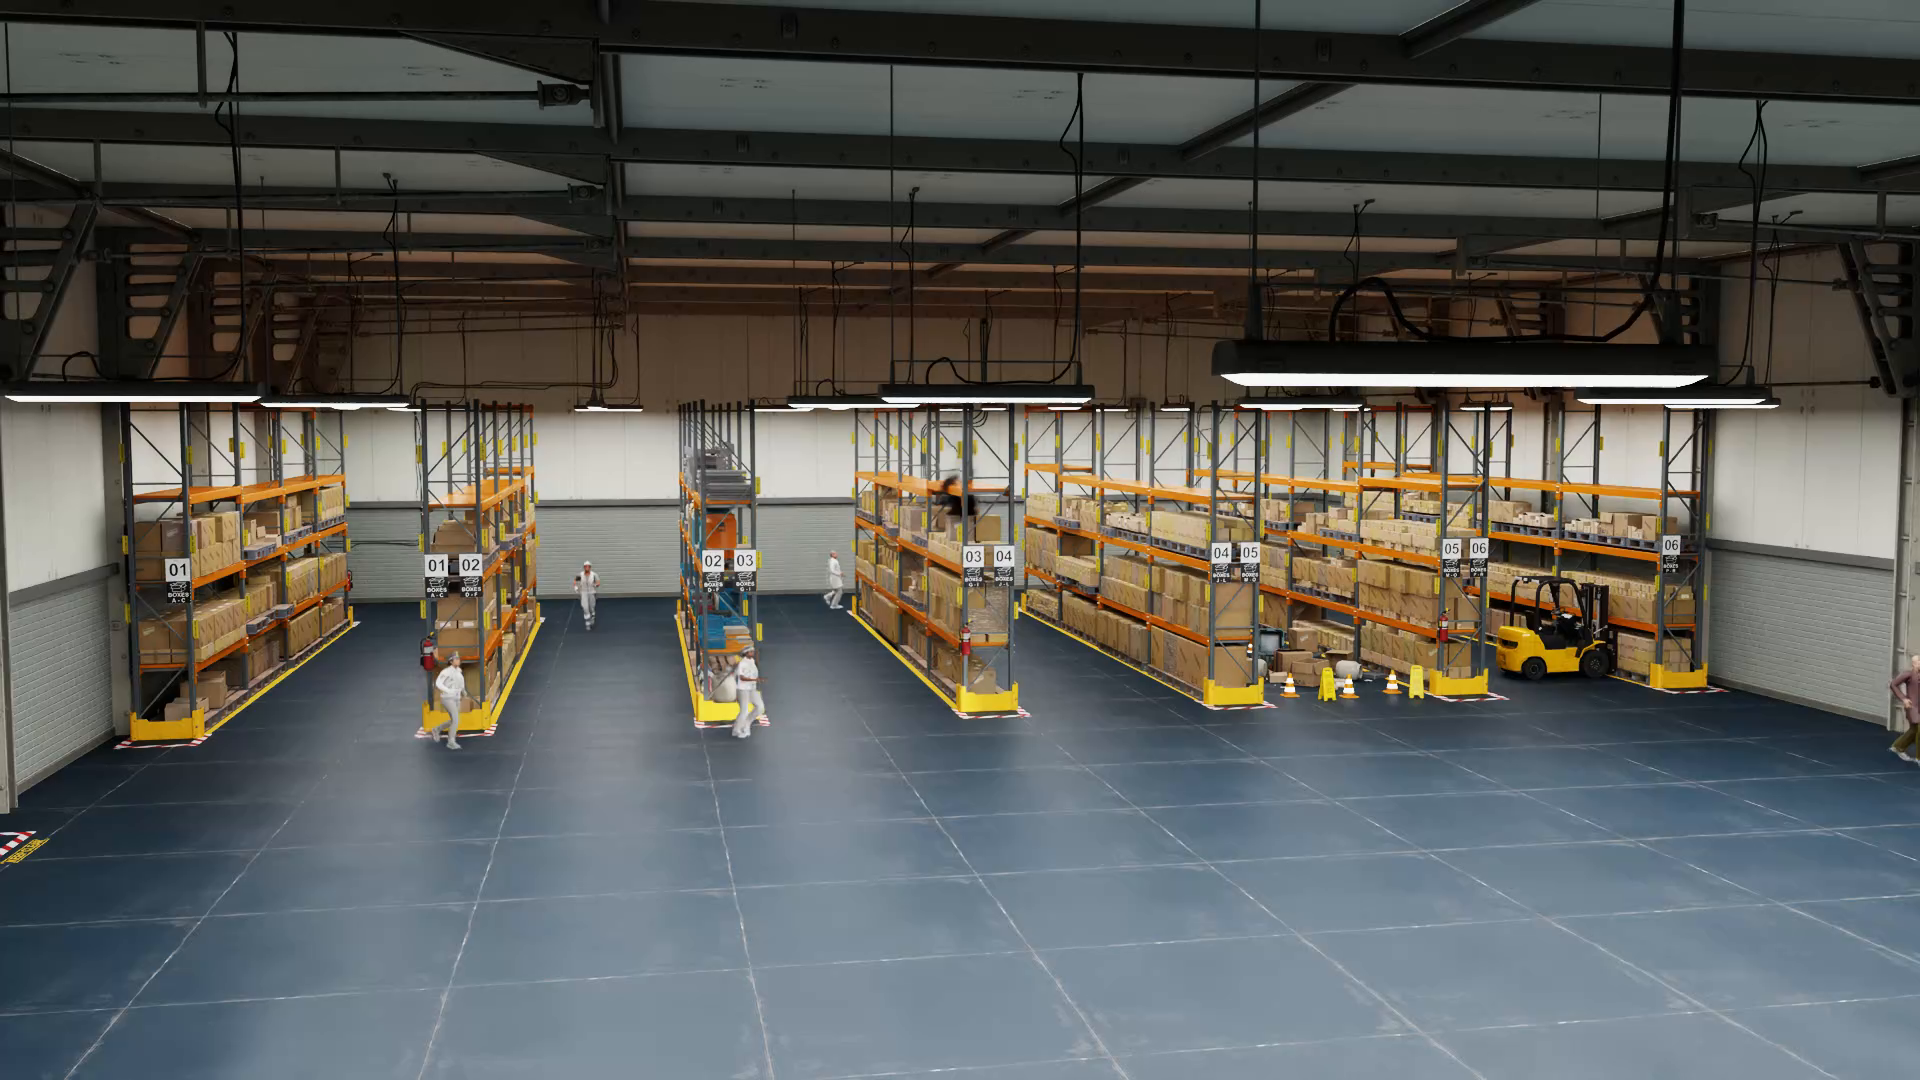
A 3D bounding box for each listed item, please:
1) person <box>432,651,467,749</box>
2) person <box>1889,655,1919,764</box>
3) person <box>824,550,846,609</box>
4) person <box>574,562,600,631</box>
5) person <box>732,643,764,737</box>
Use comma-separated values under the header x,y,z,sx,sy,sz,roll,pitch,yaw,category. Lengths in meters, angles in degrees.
x,y,z,sx,sy,sz,roll,pitch,yaw,category
-8.822,2.748,28.745,0.646,1.660,0.657,2,5,22,person
15.576,2.783,27.113,0.694,1.823,0.876,-2,5,-27,person
-3.693,1.160,49.005,0.663,1.725,0.706,0,4,-6,person
-9.947,1.475,44.392,0.671,1.802,0.999,-1,5,-17,person
-3.715,2.663,29.544,0.630,1.668,0.608,2,5,25,person
